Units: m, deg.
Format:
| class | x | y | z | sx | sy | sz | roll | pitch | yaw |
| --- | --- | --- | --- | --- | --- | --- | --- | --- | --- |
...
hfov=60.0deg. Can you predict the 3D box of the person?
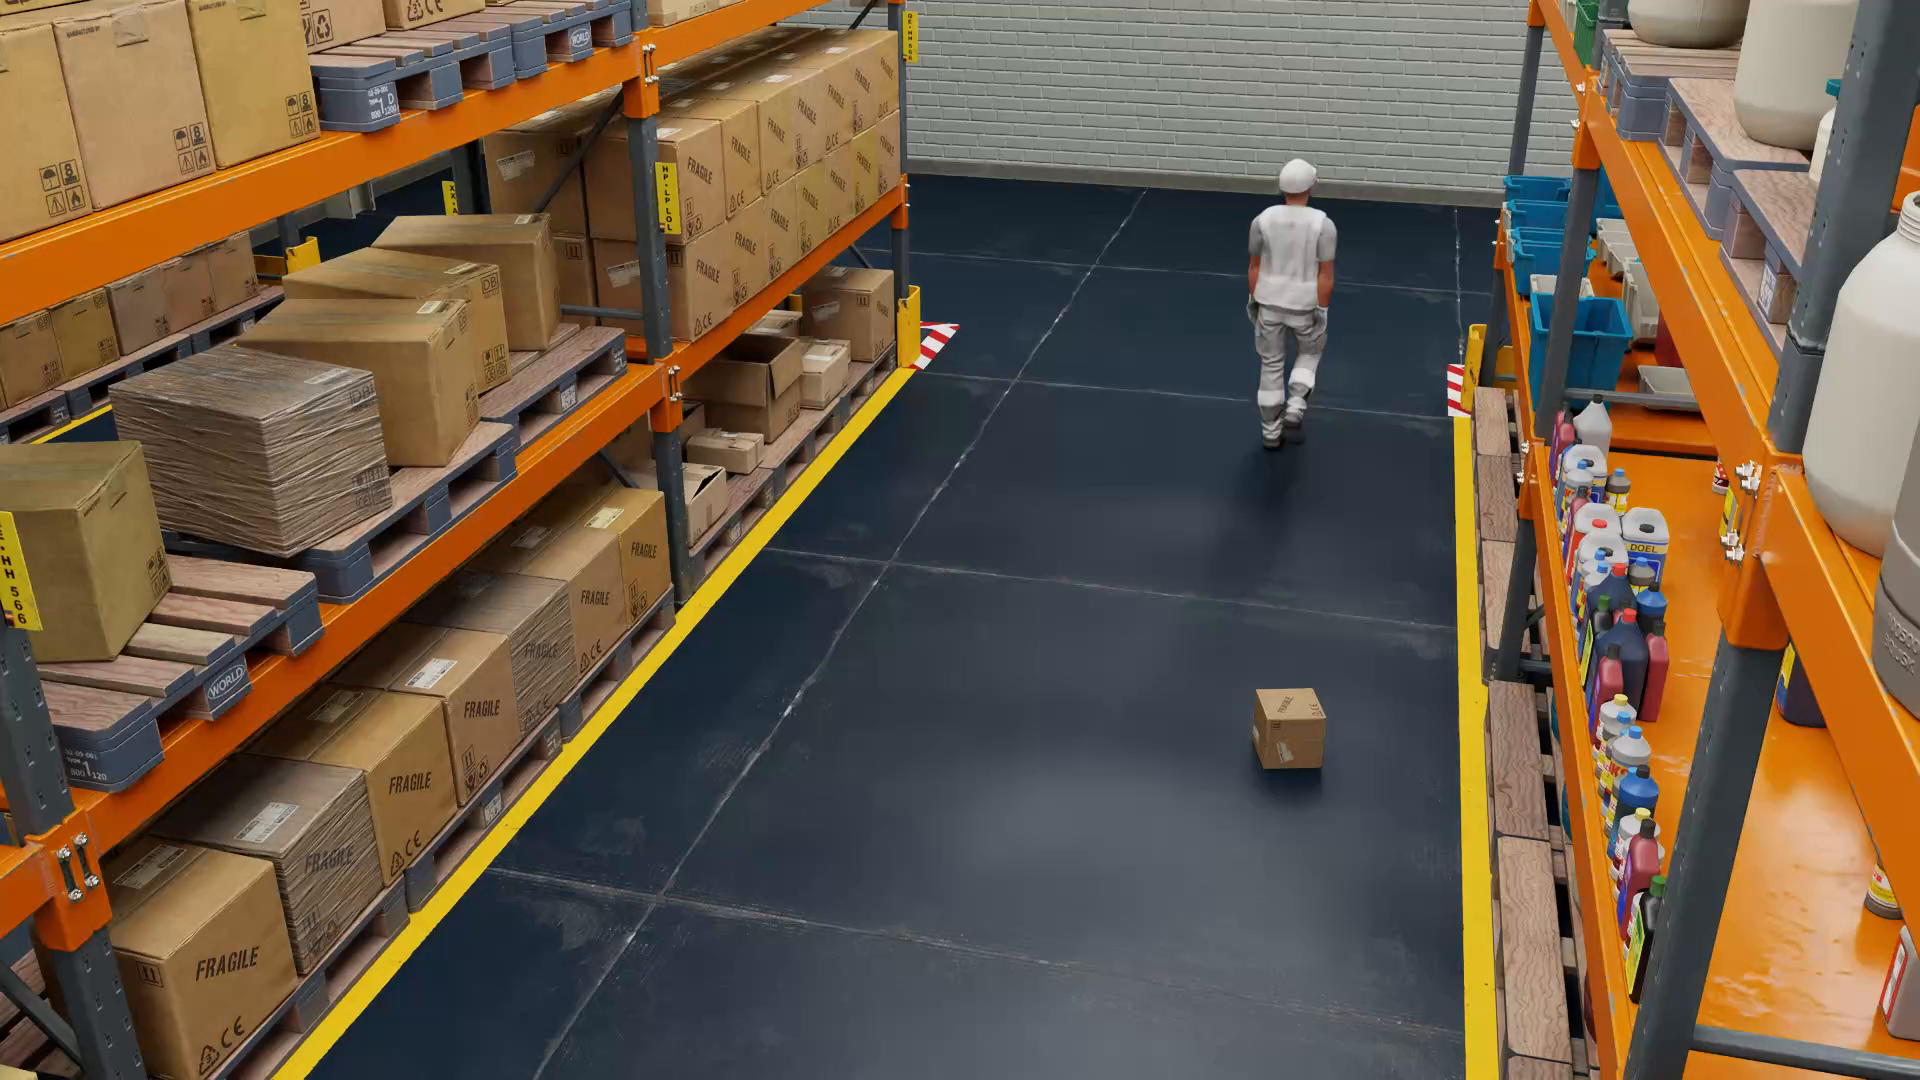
| class | x | y | z | sx | sy | sz | roll | pitch | yaw |
| --- | --- | --- | --- | --- | --- | --- | --- | --- | --- |
| person | 1.992 | -1.426 | 10.073 | 0.526 | 1.780 | 0.481 | 8 | 26 | 16 |
